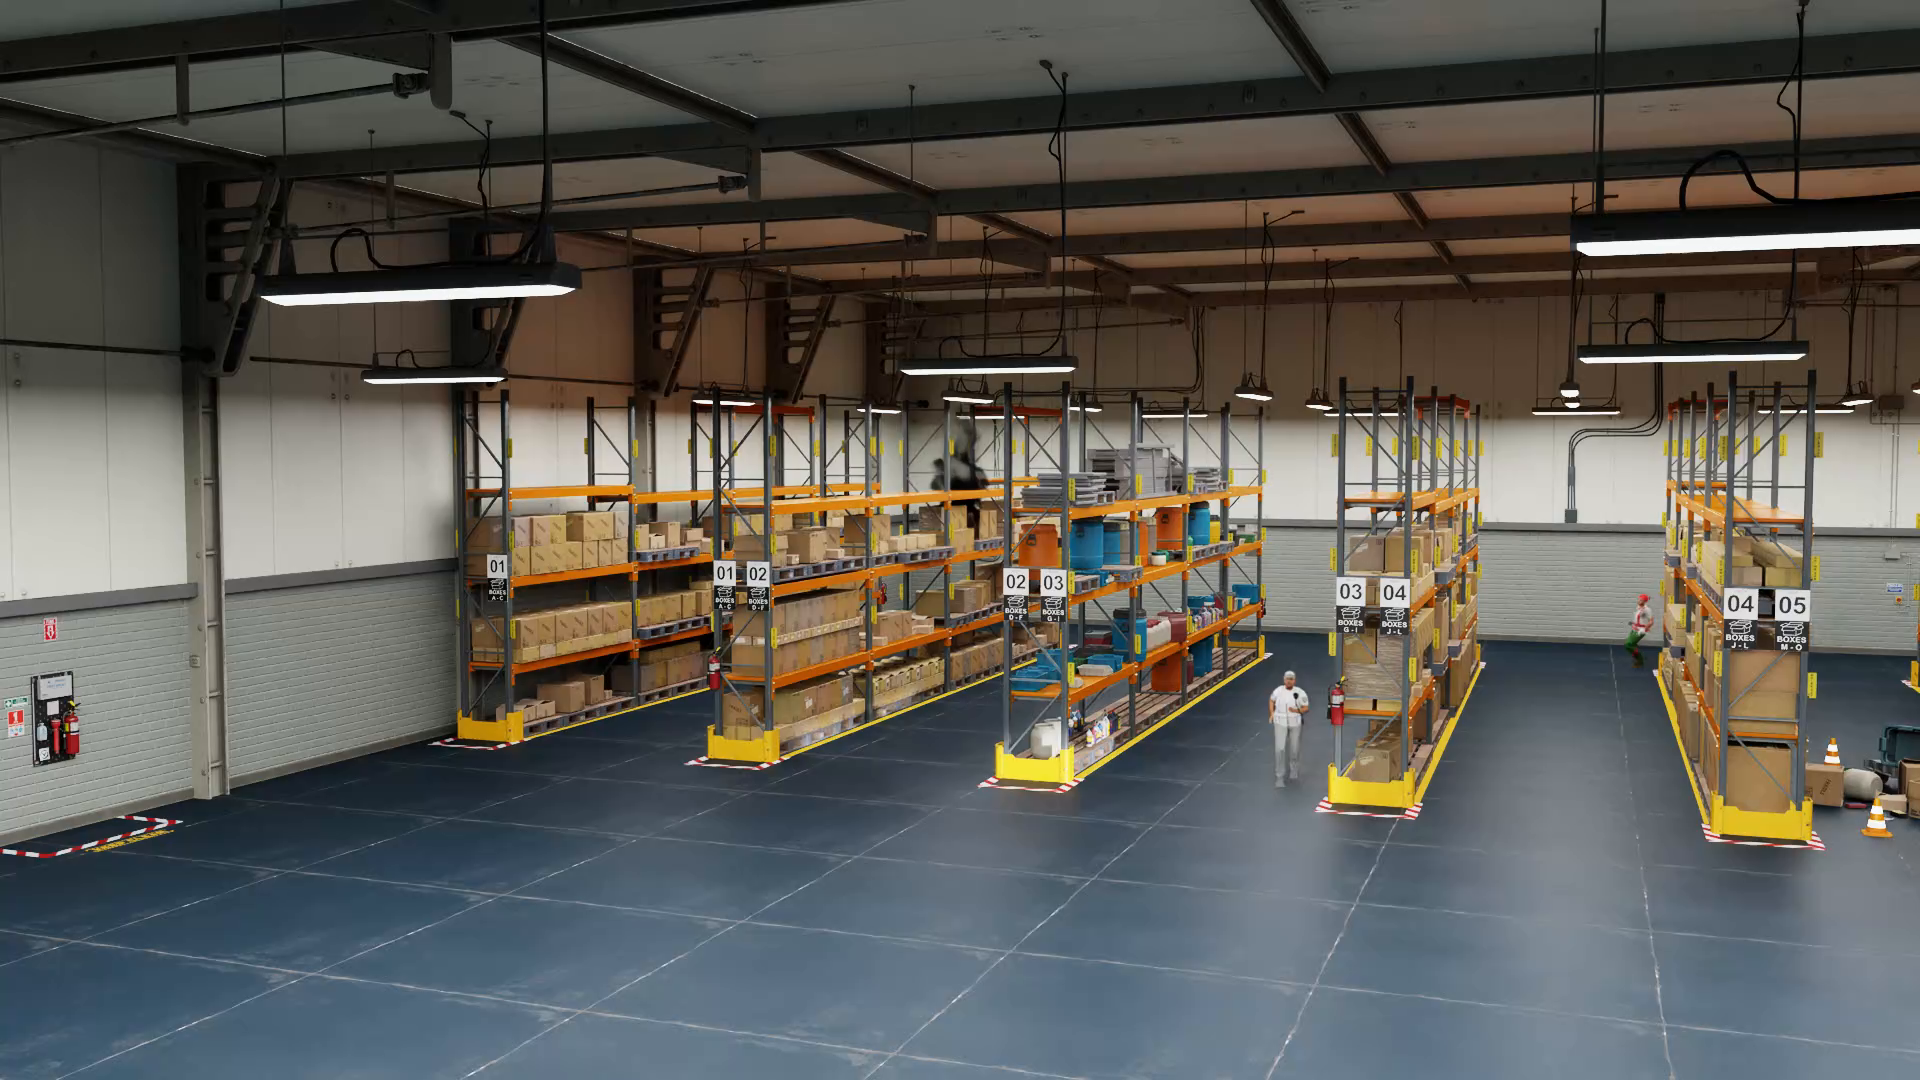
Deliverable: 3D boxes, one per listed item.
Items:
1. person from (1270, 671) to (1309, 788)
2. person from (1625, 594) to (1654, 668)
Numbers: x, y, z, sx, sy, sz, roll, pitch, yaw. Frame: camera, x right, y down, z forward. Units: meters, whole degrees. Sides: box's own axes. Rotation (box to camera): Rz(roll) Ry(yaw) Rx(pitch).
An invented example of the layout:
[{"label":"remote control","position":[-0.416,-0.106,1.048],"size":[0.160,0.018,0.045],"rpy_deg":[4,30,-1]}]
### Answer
[{"label":"person","position":[4.906,2.805,24.814],"size":[0.580,1.729,0.753],"rpy_deg":[1,3,12]},{"label":"person","position":[15.344,2.073,37.723],"size":[0.505,1.711,0.711],"rpy_deg":[0,3,1]}]
